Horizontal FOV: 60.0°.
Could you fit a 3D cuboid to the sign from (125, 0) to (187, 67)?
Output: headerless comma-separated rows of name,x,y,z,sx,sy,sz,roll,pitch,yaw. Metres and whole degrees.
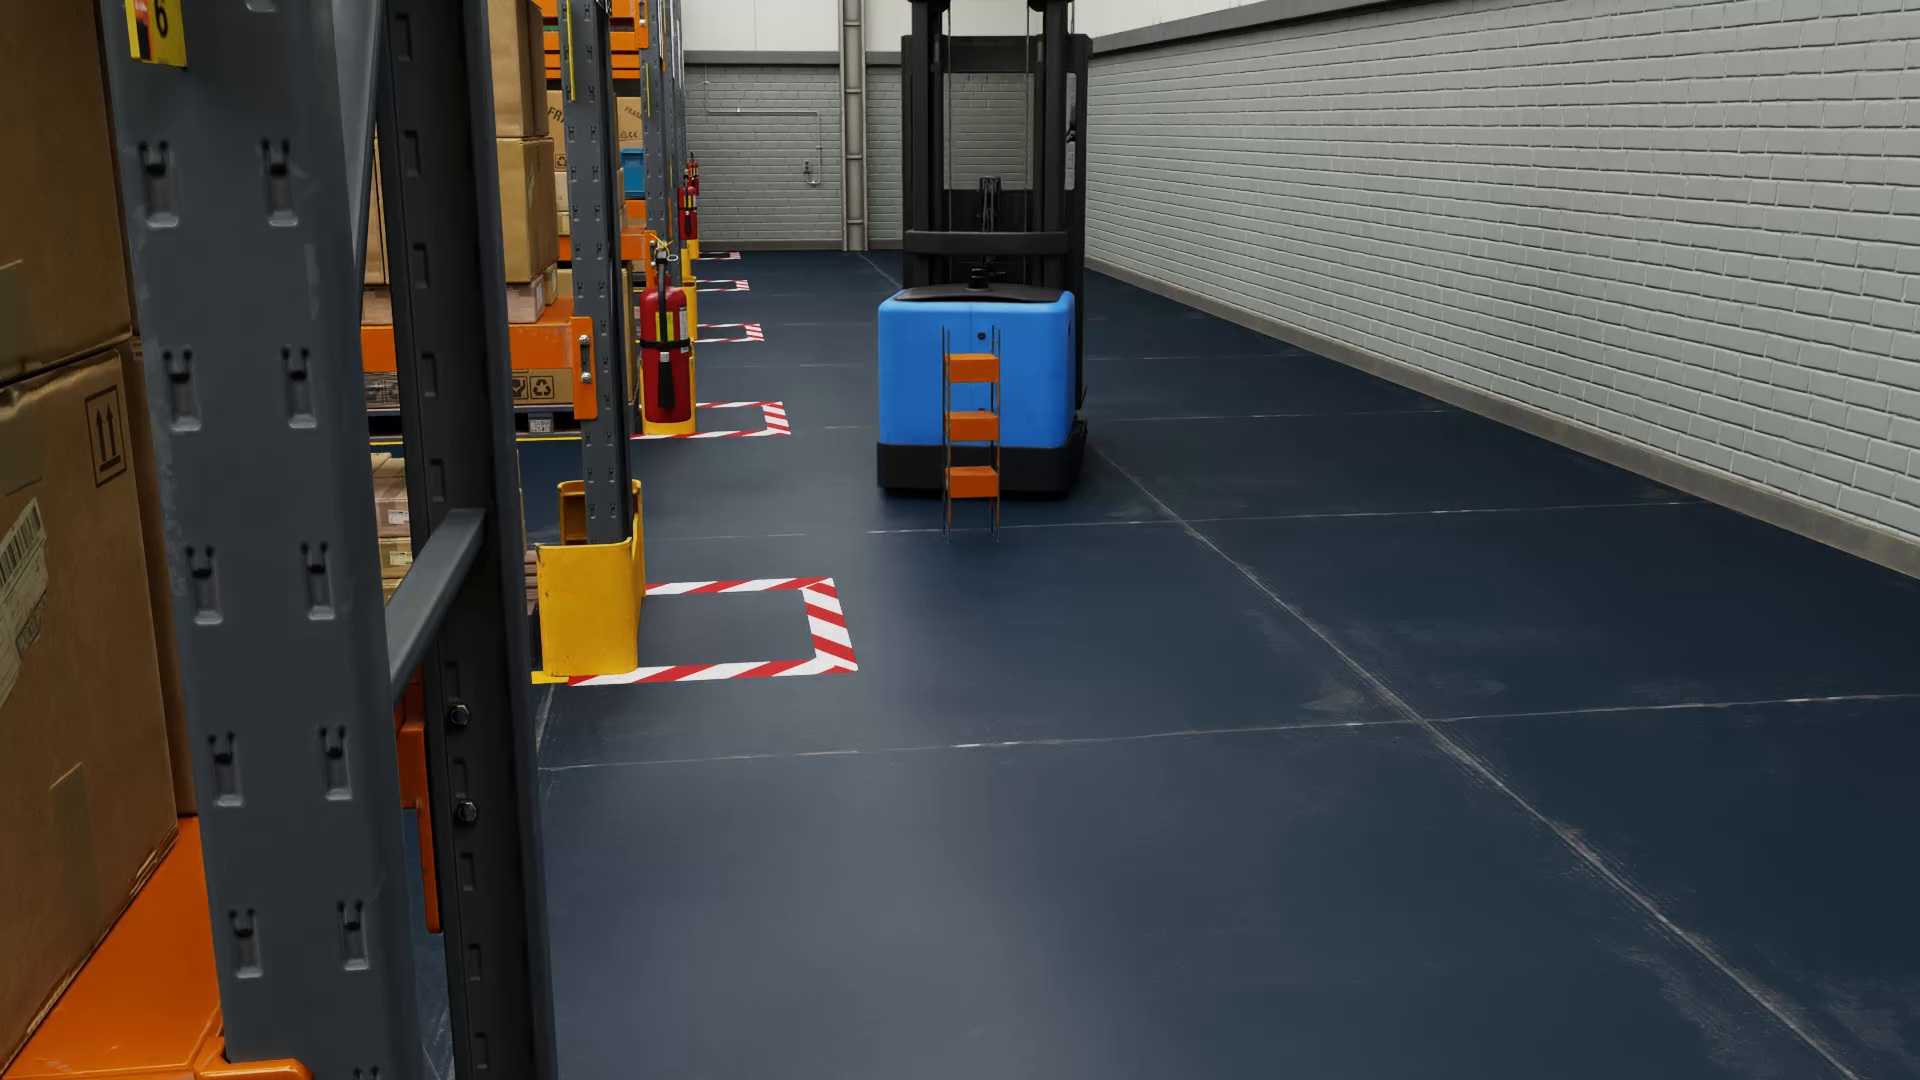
sign,-0.490,-0.450,0.983,0.005,0.325,0.100,-2,14,-8

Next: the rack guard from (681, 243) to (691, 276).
rack guard,-3.581,-3.456,20.975,0.348,0.500,1.175,-2,14,-8

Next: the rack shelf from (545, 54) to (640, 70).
rack shelf,-5.483,-5.705,20.116,4.000,0.370,1.077,-2,14,-8

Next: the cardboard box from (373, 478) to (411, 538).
cardboard box,-2.137,-0.126,6.331,0.250,0.149,0.380,-2,14,-7

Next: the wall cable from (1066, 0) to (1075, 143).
wall cable,1.399,-7.386,25.555,0.112,2.526,3.097,-2,14,-8

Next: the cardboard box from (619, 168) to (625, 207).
cardboard box,-2.549,-2.407,11.352,0.500,0.250,0.500,-2,14,-10

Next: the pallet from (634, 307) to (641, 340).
pallet,-3.593,-2.107,16.188,1.213,0.211,1.003,-2,14,-8

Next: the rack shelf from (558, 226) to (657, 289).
rack shelf,-4.011,-1.867,10.979,4.000,0.370,1.077,-2,14,-8

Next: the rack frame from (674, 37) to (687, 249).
rack frame,-3.506,-4.671,20.682,0.127,3.000,1.000,-2,14,-8

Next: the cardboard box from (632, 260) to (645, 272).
cardboard box,-4.007,-3.593,20.618,0.500,0.500,0.500,-2,14,-8

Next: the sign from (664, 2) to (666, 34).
sign,-2.674,-4.752,15.053,0.005,0.325,0.100,-2,14,-8

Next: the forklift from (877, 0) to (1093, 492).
forklift,0.230,-1.990,10.132,1.130,2.935,3.031,2,14,6

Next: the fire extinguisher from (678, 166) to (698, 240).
fire extinguisher,-2.555,-3.158,15.571,0.183,0.674,0.296,-2,14,-8

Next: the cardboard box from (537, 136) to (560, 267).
cardboard box,-1.880,-1.335,6.560,0.500,0.500,0.500,-1,14,-6

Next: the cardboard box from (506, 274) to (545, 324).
cardboard box,-1.675,-0.890,6.121,0.250,0.149,0.380,-2,14,-8

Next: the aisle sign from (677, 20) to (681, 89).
aisle sign,-3.393,-5.861,20.082,0.004,0.787,0.394,-2,14,-8

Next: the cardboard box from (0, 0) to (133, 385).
cardboard box,-0.999,-0.363,1.243,0.500,0.500,0.500,-2,14,-6

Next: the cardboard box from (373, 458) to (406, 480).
cardboard box,-2.218,-0.225,6.727,0.250,0.149,0.380,-2,14,-7

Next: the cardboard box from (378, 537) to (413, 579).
cardboard box,-2.141,0.027,6.332,0.250,0.149,0.380,-2,14,-10

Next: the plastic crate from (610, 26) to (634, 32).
plastic crate,-3.194,-4.924,15.793,0.590,0.269,0.497,-2,14,-8

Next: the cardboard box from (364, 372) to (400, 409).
cardboard box,-3.554,-1.386,11.087,0.875,0.875,0.875,-2,14,-8

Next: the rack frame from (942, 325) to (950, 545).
rack frame,-0.068,-0.507,8.084,0.008,1.050,0.200,-2,14,-8

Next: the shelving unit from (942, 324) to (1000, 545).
shelving unit,0.053,-0.511,8.102,0.252,1.050,0.215,-2,14,-8

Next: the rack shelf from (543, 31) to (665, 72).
rack shelf,-4.749,-4.513,15.364,4.000,0.370,1.077,-2,14,-8

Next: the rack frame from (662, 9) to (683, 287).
rack frame,-2.772,-3.480,15.931,0.127,3.000,1.000,-2,14,-8

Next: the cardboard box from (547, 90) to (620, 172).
cardboard box,-2.476,-2.643,10.749,0.500,0.500,0.500,-2,14,-8

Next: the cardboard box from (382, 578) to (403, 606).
cardboard box,-2.123,0.190,6.294,0.250,0.149,0.380,-2,14,-7

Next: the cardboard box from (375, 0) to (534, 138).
cardboard box,-1.810,-1.693,5.934,0.500,0.500,0.500,-2,14,-9

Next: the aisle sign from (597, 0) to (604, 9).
aisle sign,-1.278,-2.283,5.815,0.004,0.787,0.394,-2,14,-8

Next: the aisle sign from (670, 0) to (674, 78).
aisle sign,-2.657,-4.673,15.344,0.004,0.787,0.394,-2,14,-8

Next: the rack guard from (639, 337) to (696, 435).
rack guard,-2.010,-1.077,11.488,0.348,0.500,1.175,-2,14,-8

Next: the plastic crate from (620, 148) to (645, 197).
plastic crate,-3.075,-3.469,15.692,0.499,0.435,0.616,-2,14,-8

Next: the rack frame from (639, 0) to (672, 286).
rack frame,-2.034,-2.288,11.180,0.127,3.000,1.000,-2,14,-8

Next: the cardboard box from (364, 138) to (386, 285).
cardboard box,-2.311,-1.189,5.979,0.500,0.500,0.500,-2,14,-9

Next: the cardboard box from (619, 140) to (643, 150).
cardboard box,-3.908,-4.638,20.344,0.500,0.500,0.500,-2,14,-7

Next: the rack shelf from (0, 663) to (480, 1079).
rack shelf,-2.535,0.517,1.474,4.000,0.370,1.077,-2,14,-8

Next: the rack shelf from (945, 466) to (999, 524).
rack shelf,0.053,-0.231,8.172,0.240,0.259,0.215,-2,14,-8

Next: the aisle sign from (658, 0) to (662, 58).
aisle sign,-1.918,-3.480,10.587,0.004,0.787,0.394,-2,14,-8

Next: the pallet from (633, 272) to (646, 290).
pallet,-4.369,-3.287,20.894,1.213,0.211,1.003,-2,14,-8

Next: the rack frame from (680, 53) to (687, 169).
rack frame,-4.247,-5.863,25.433,0.127,3.000,1.000,-2,14,-8

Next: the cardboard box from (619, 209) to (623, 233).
cardboard box,-2.337,-2.074,10.843,0.250,0.149,0.380,-2,14,-7

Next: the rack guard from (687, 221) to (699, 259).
rack guard,-4.224,-4.651,25.741,0.348,0.500,1.175,-2,14,-8

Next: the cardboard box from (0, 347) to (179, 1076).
cardboard box,-0.995,0.128,1.339,0.500,0.500,0.500,-2,14,-8

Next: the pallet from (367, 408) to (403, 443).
pallet,-4.016,-0.845,11.156,1.213,0.211,1.003,-2,14,-8

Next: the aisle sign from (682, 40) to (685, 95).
aisle sign,-4.132,-7.054,24.839,0.004,0.787,0.394,-2,14,-8
